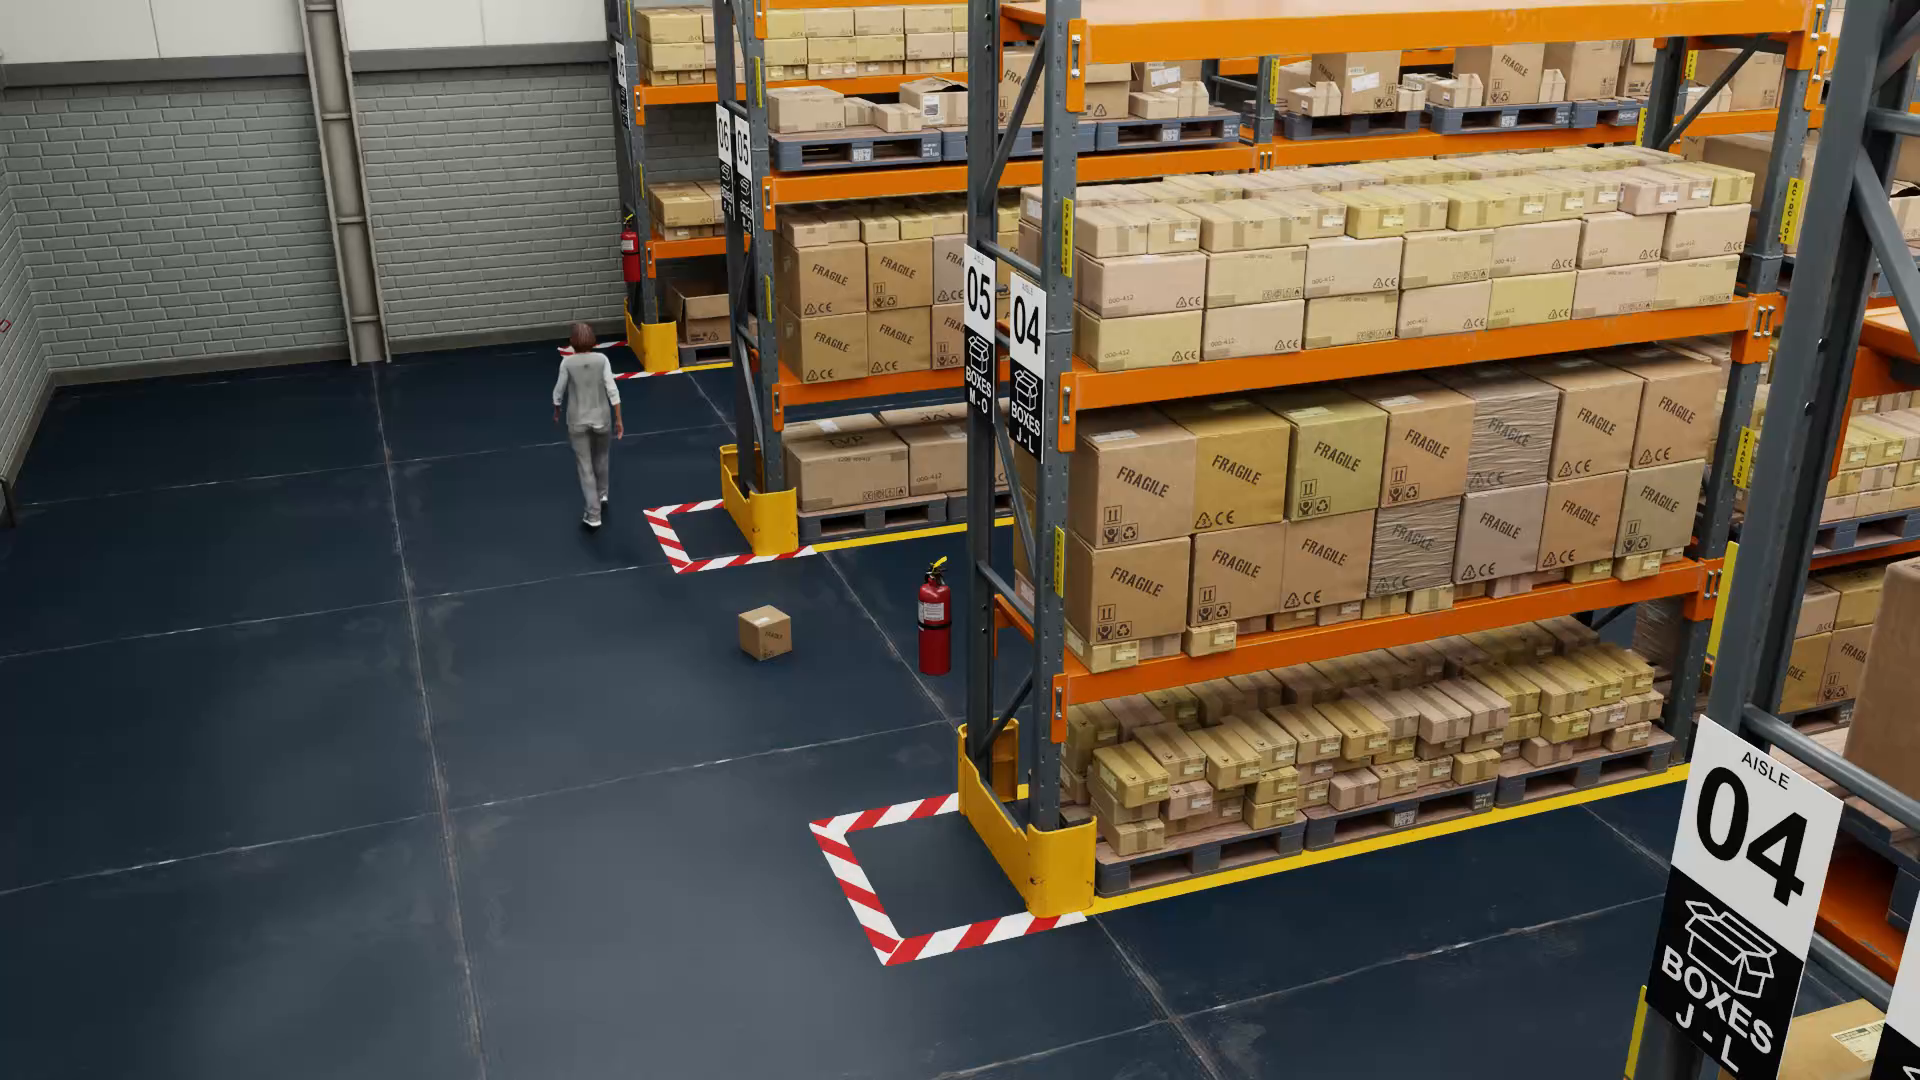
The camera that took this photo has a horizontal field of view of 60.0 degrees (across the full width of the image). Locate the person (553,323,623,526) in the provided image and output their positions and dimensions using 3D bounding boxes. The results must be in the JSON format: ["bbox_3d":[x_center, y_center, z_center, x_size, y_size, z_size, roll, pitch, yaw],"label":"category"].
[{"bbox_3d":[-2.914,-0.929,13.007,0.481,1.612,0.737,-9,24,-19],"label":"person"}]
